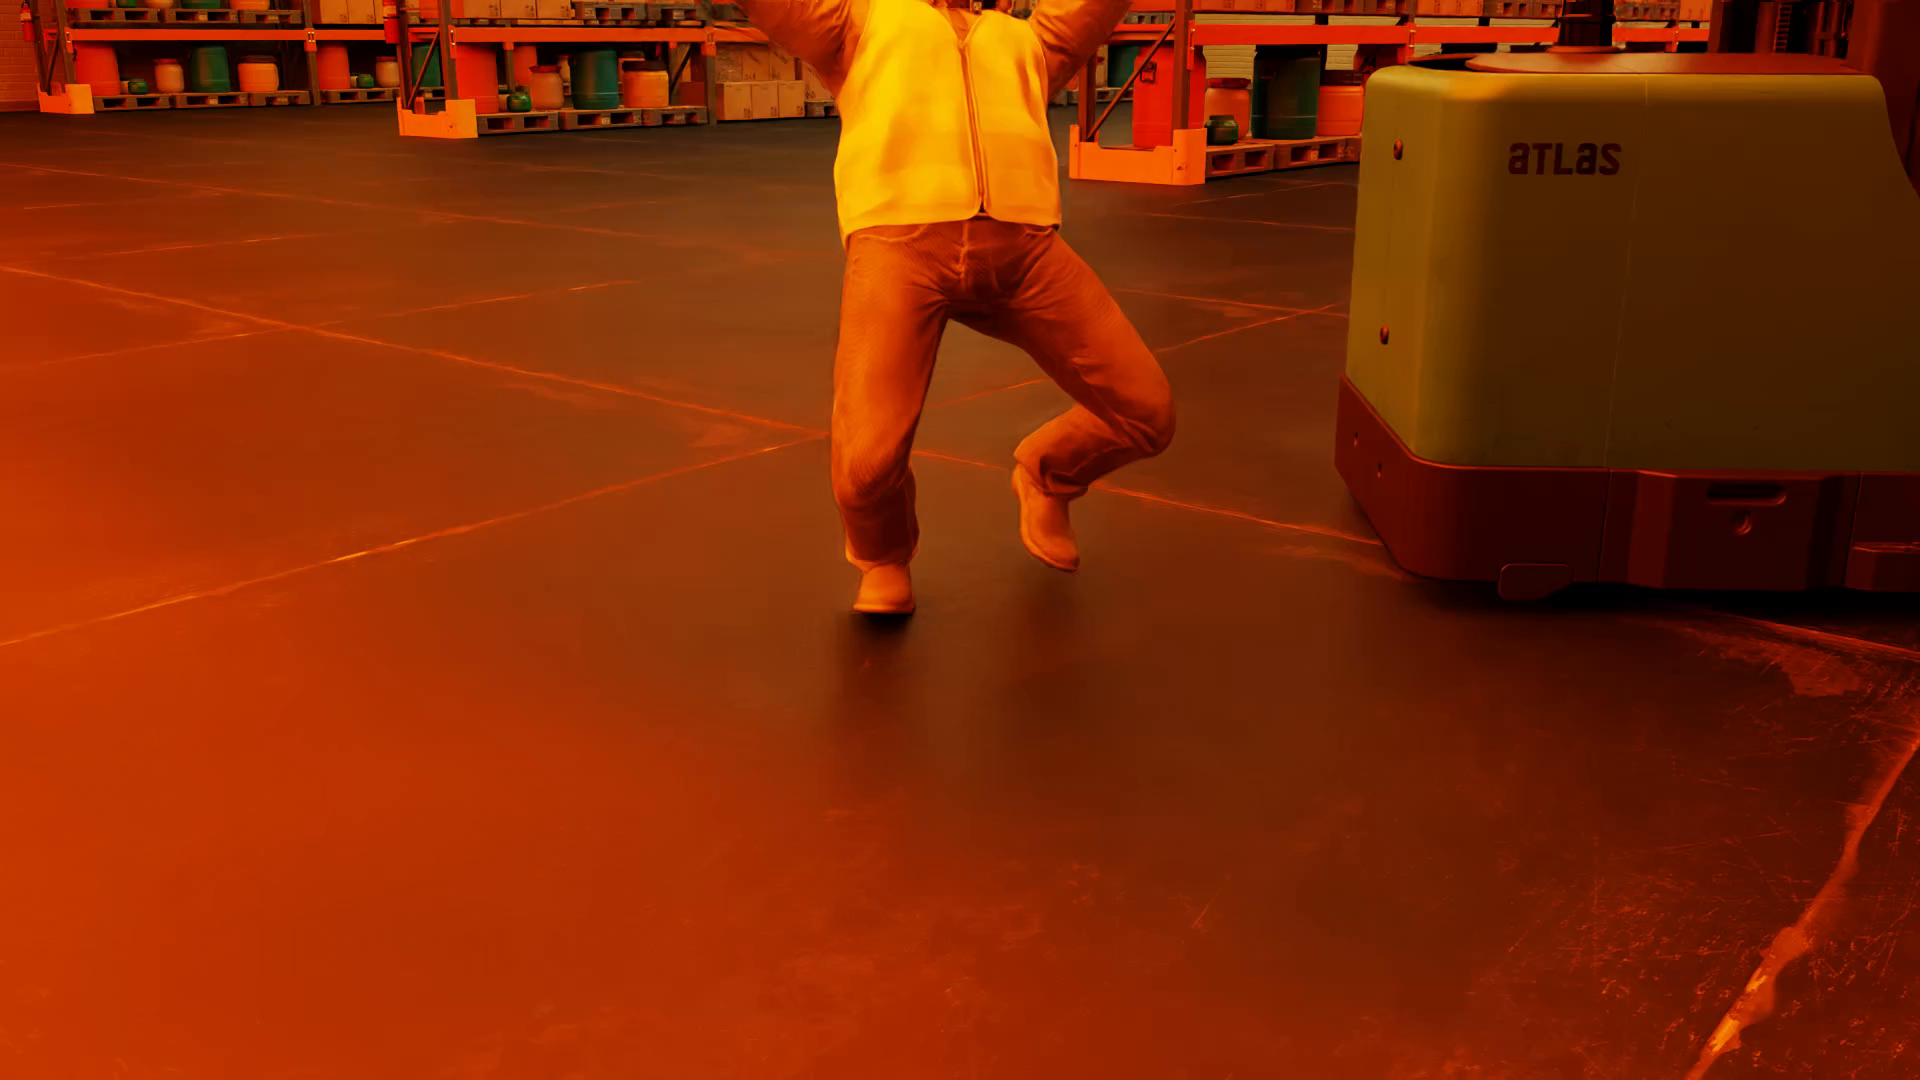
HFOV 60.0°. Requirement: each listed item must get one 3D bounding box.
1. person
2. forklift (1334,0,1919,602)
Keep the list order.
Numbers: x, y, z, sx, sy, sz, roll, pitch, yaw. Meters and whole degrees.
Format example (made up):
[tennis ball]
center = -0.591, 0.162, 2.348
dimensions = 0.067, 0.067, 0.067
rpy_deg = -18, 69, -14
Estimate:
[person]
center = -0.129, -0.646, 3.281
dimensions = 1.018, 1.595, 0.705
rpy_deg = -7, 18, -22
[forklift]
center = 2.465, -1.379, 3.440
dimensions = 3.031, 2.935, 1.130
rpy_deg = 1, 17, 3
